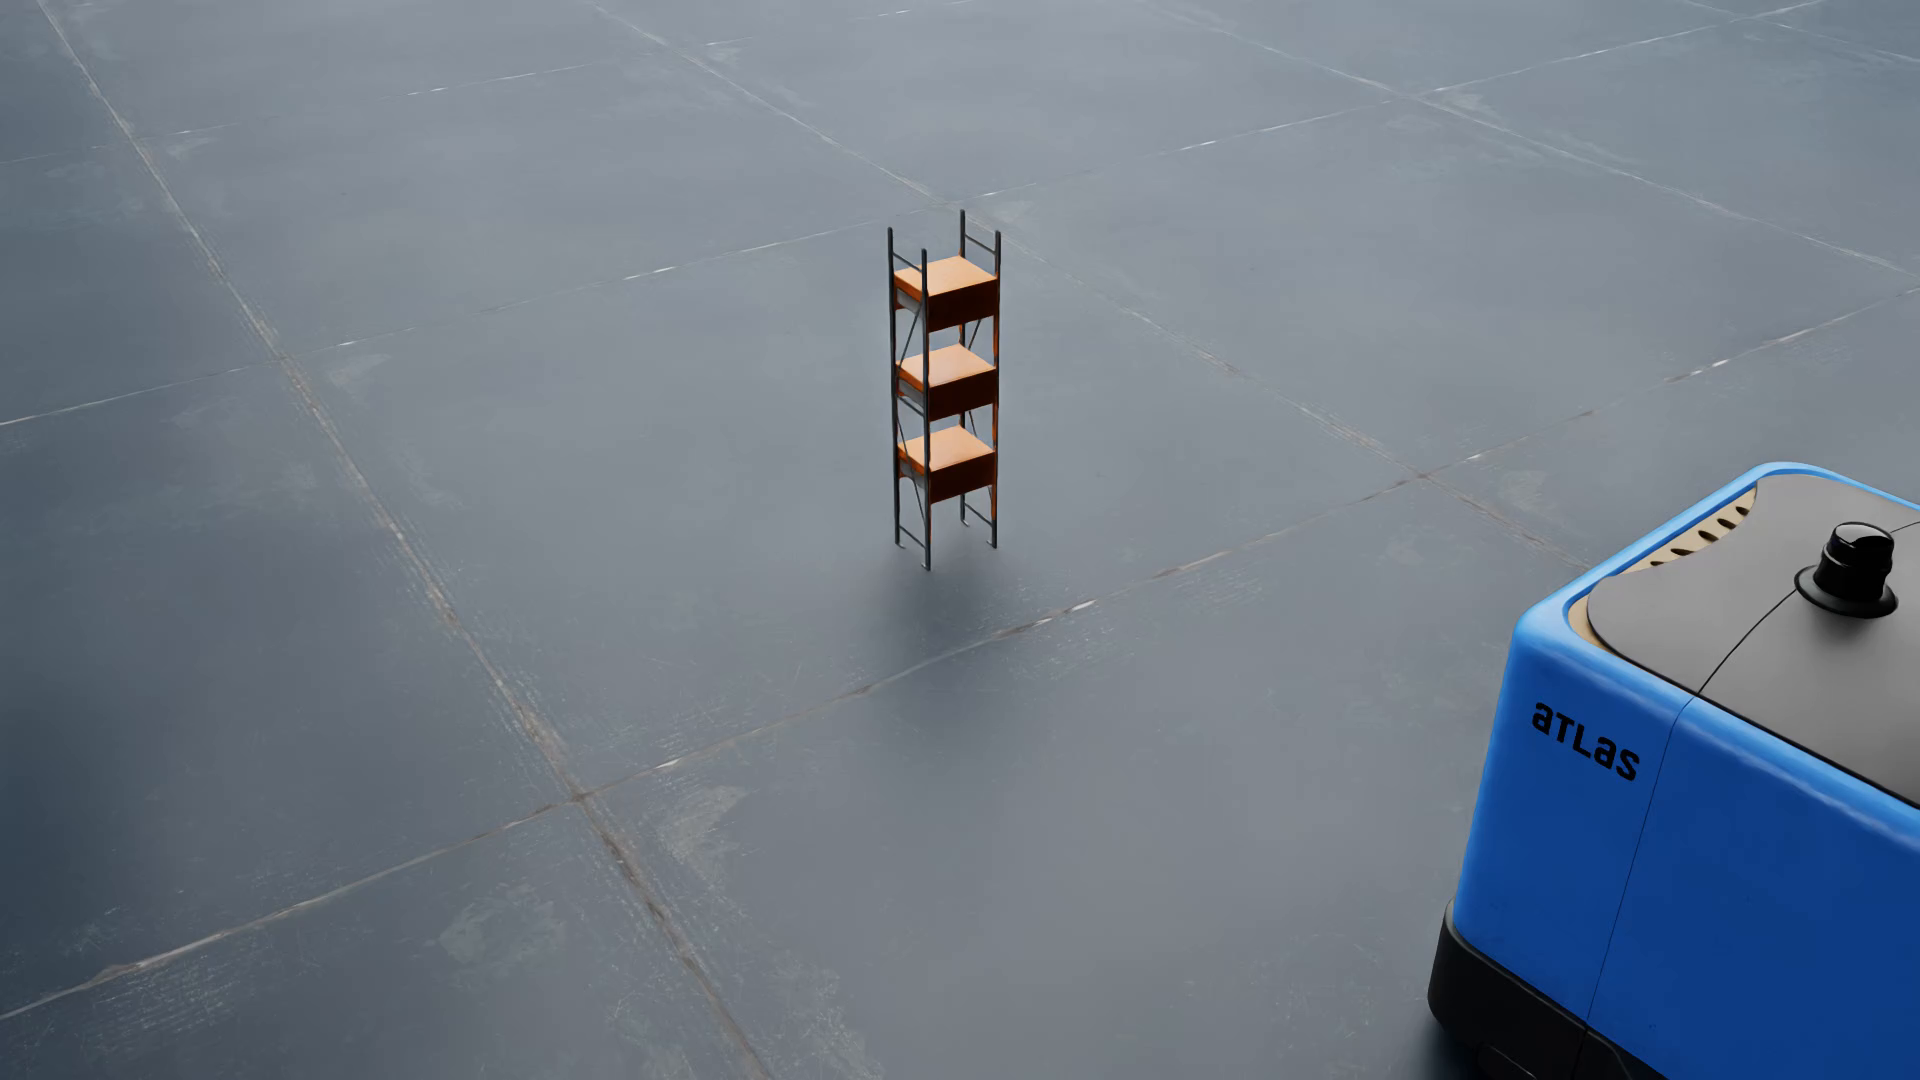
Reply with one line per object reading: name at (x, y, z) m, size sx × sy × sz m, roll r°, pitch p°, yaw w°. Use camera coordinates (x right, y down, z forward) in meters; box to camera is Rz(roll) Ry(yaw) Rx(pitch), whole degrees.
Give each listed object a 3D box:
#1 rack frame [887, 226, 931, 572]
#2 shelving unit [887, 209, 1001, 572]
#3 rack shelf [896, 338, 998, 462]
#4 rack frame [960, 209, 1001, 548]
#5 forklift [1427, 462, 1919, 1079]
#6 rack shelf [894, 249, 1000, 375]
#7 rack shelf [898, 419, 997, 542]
rack frame at (-0.148, -0.393, 4.889) m, size 0.008 × 1.050 × 0.200 m, roll -19°, pitch 37°, yaw -27°
shelving unit at (-0.045, -0.429, 4.945) m, size 0.252 × 1.050 × 0.215 m, roll -19°, pitch 37°, yaw -27°
rack shelf at (-0.045, -0.420, 4.951) m, size 0.240 × 0.259 × 0.215 m, roll -19°, pitch 37°, yaw -27°
rack frame at (0.058, -0.464, 5.001) m, size 0.008 × 1.050 × 0.200 m, roll -19°, pitch 37°, yaw -27°
forklift at (2.328, 0.247, 2.112) m, size 1.130 × 2.935 × 3.031 m, roll -24°, pitch 39°, yaw -33°
rack shelf at (-0.045, -0.660, 4.800) m, size 0.240 × 0.259 × 0.215 m, roll -19°, pitch 37°, yaw -27°
rack shelf at (-0.045, -0.185, 5.099) m, size 0.240 × 0.259 × 0.215 m, roll -19°, pitch 37°, yaw -27°
